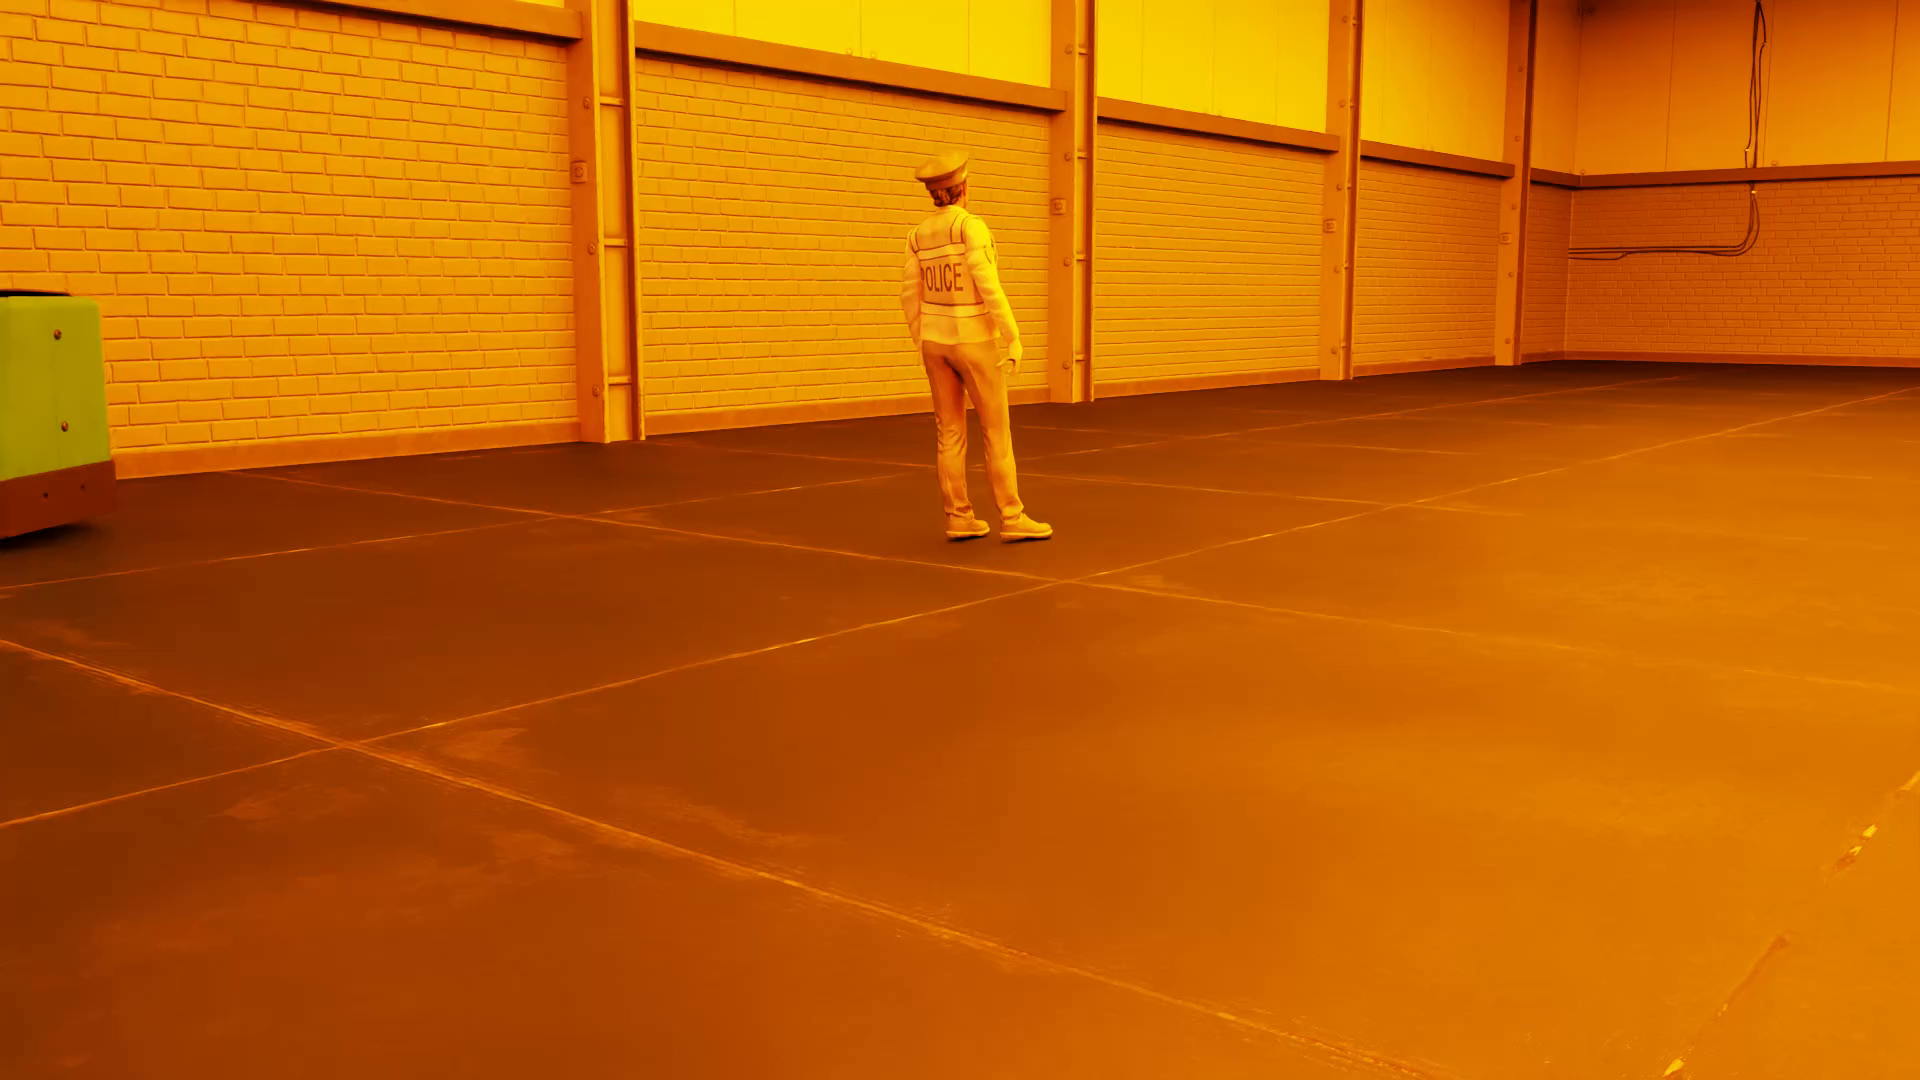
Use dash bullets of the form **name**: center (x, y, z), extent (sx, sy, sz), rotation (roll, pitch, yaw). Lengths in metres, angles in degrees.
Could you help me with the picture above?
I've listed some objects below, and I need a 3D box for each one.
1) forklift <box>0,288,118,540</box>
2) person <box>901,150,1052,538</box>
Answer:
- **forklift**: center (-5.494, -1.456, 7.232), extent (3.031, 2.935, 1.130), rotation (0, 8, 1)
- **person**: center (0.049, -0.853, 7.330), extent (0.586, 1.694, 0.530), rotation (7, 11, 38)
